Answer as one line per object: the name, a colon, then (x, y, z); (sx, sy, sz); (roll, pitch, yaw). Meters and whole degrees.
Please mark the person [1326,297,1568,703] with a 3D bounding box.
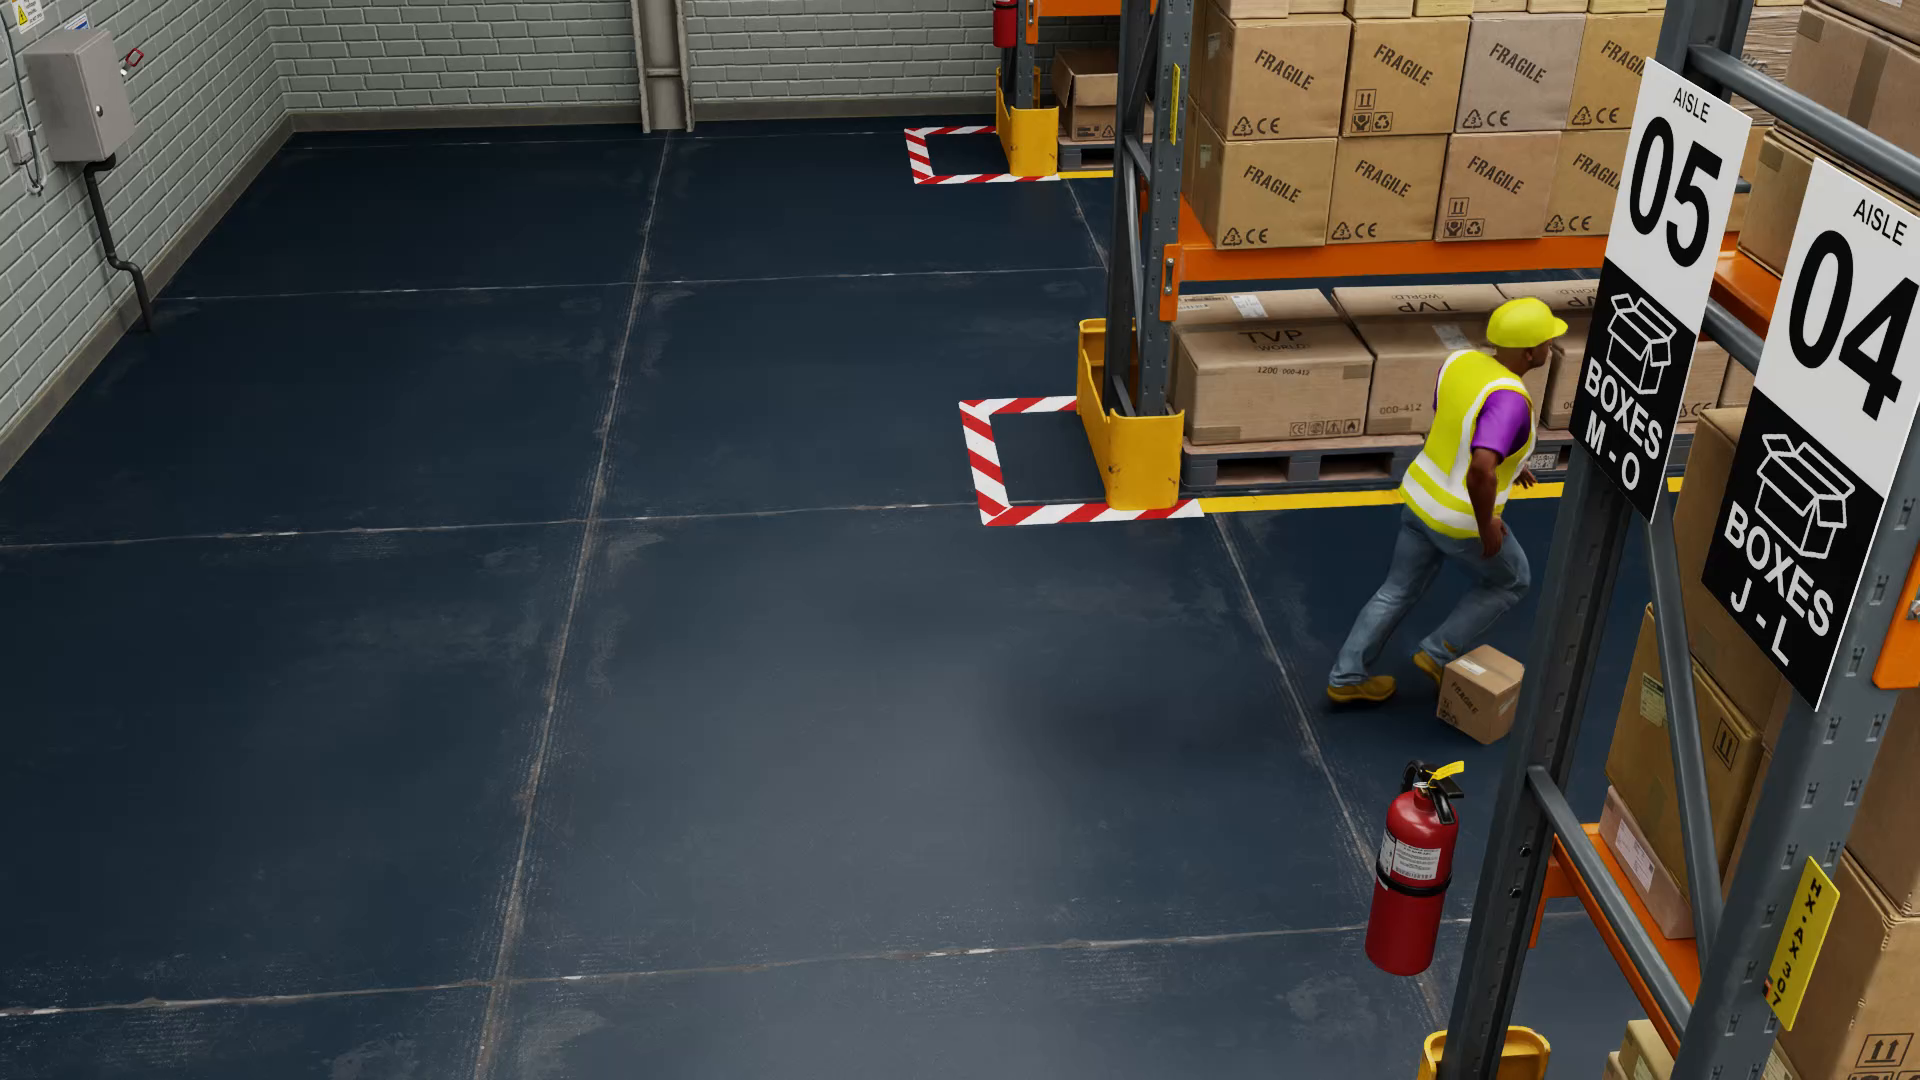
person: (1.872, -0.091, 6.335); (0.829, 1.717, 0.708); (-9, 32, -14)
